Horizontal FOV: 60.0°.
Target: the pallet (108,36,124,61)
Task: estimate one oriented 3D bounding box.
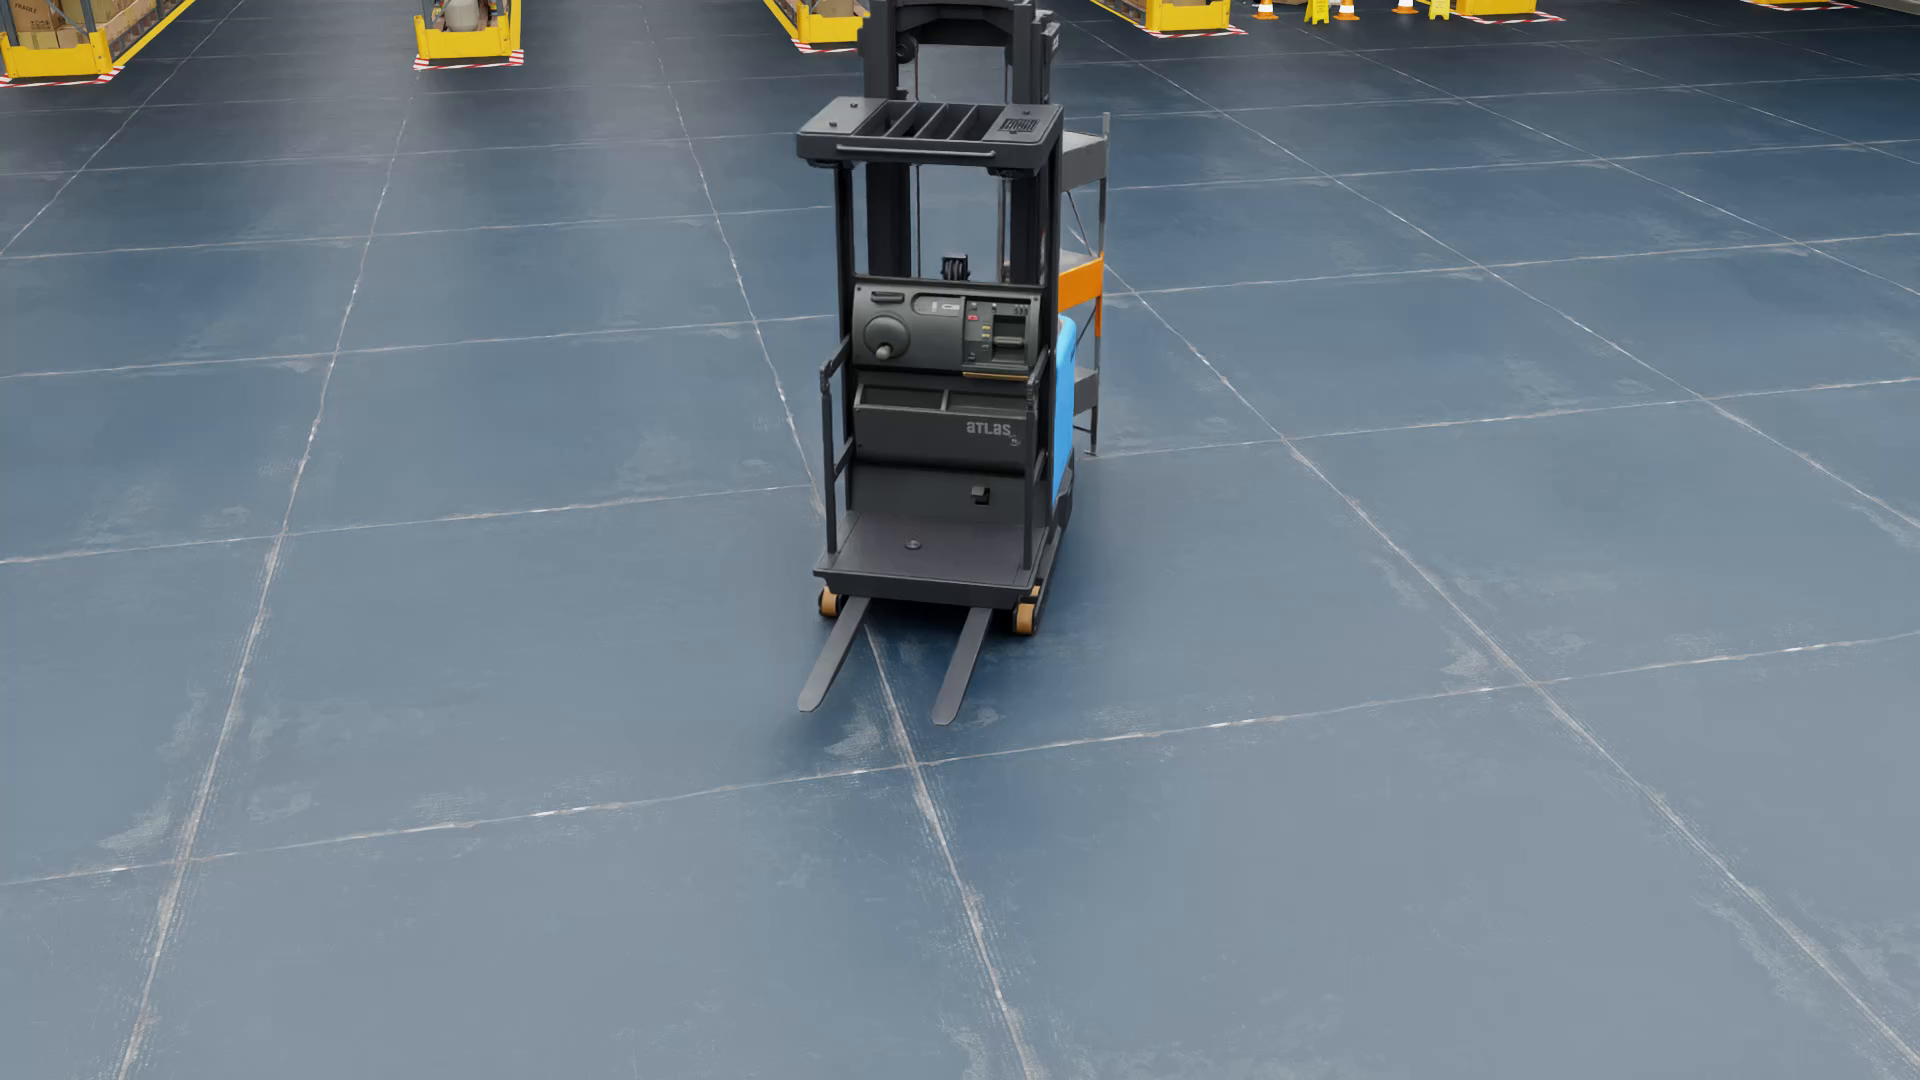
[{"bbox_3d":[-11.485,-6.289,21.475,1.003,0.211,1.213,-6,27,-12],"label":"pallet"}]

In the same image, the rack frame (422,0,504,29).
[{"bbox_3d":[-6.445,-7.704,21.184,1.000,3.000,0.127,-6,27,-12],"label":"rack frame"}]

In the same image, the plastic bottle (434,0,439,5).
[{"bbox_3d":[-7.330,-7.498,23.304,0.061,0.283,0.133,-5,27,-10],"label":"plastic bottle"}]

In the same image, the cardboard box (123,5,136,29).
[{"bbox_3d":[-11.512,-7.079,22.531,0.500,0.250,0.500,-6,27,-12],"label":"cardboard box"}]

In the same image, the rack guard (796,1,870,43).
[{"bbox_3d":[-1.636,-7.124,22.809,1.175,0.500,0.348,-6,27,-12],"label":"rack guard"}]

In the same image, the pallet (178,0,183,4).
[{"bbox_3d":[-12.656,-8.569,25.994,1.003,0.211,1.213,-6,27,-12],"label":"pallet"}]

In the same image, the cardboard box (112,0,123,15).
[{"bbox_3d":[-11.415,-7.192,21.924,0.500,0.500,0.500,-6,27,-12],"label":"cardboard box"}]

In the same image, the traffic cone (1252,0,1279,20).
[{"bbox_3d":[4.500,-7.911,24.409,0.336,0.463,0.334,-6,27,-12],"label":"traffic cone"}]

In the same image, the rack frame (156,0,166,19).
[{"bbox_3d":[-12.173,-8.958,23.669,1.000,3.000,0.127,-6,27,-12],"label":"rack frame"}]

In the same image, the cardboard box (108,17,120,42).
[{"bbox_3d":[-11.292,-6.639,21.660,0.500,0.250,0.500,-6,27,-12],"label":"cardboard box"}]

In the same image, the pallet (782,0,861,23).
[{"bbox_3d":[-2.057,-7.890,24.647,1.003,0.211,1.213,-6,27,-12],"label":"pallet"}]

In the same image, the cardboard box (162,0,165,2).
[{"bbox_3d":[-12.023,-8.120,24.595,0.500,0.250,0.500,-7,28,-13],"label":"cardboard box"}]

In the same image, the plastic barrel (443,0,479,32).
[{"bbox_3d":[-6.668,-7.062,22.207,0.421,0.512,0.421,0,27,0],"label":"plastic barrel"}]

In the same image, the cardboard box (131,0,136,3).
[{"bbox_3d":[-11.638,-7.632,22.795,0.500,0.500,0.500,-6,27,-12],"label":"cardboard box"}]

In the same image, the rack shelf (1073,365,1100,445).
[{"bbox_3d":[0.530,-0.795,10.079,0.431,0.518,0.480,20,33,35],"label":"rack shelf"}]

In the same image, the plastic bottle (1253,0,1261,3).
[{"bbox_3d":[4.636,-8.348,25.722,0.133,0.061,0.283,-16,31,-29],"label":"plastic bottle"}]

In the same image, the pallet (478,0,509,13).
[{"bbox_3d":[-7.236,-7.916,24.698,1.003,0.211,1.213,-6,27,-12],"label":"pallet"}]

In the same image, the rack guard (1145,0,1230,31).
[{"bbox_3d":[3.241,-7.539,23.632,1.175,0.500,0.348,-6,27,-12],"label":"rack guard"}]

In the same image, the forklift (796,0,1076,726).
[{"bbox_3d":[-0.107,-1.008,7.994,1.130,2.935,3.031,5,27,9],"label":"forklift"}]

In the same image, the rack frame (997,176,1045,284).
[{"bbox_3d":[0.373,-1.348,9.590,0.400,2.100,0.015,20,33,35],"label":"rack frame"}]

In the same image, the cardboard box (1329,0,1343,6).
[{"bbox_3d":[5.772,-8.310,25.549,0.380,0.149,0.250,8,28,15],"label":"cardboard box"}]

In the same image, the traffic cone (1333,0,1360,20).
[{"bbox_3d":[5.677,-7.876,24.341,0.336,0.463,0.334,-6,27,-12],"label":"traffic cone"}]

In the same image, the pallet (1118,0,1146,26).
[{"bbox_3d":[2.979,-7.764,24.398,1.003,0.211,1.213,-6,27,-12],"label":"pallet"}]

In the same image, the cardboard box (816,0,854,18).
[{"bbox_3d":[-1.744,-7.554,23.195,0.500,0.500,0.500,-1,27,-2],"label":"cardboard box"}]

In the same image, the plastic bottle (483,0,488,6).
[{"bbox_3d":[-6.875,-7.881,24.061,0.061,0.283,0.133,-6,27,-12],"label":"plastic bottle"}]

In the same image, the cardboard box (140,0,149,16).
[{"bbox_3d":[-11.753,-7.516,23.398,0.500,0.250,0.500,-6,27,-12],"label":"cardboard box"}]

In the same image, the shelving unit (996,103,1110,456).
[{"bbox_3d":[0.529,-1.433,9.758,0.431,2.100,0.503,20,33,35],"label":"shelving unit"}]

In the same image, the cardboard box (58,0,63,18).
[{"bbox_3d":[-11.922,-7.140,21.820,0.500,0.500,0.500,-6,27,-12],"label":"cardboard box"}]

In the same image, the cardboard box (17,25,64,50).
[{"bbox_3d":[-11.680,-6.368,21.122,0.500,0.250,0.500,-6,27,-12],"label":"cardboard box"}]

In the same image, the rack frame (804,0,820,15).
[{"bbox_3d":[-1.619,-8.206,22.180,1.000,3.000,0.127,-6,27,-12],"label":"rack frame"}]

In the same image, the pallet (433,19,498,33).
[{"bbox_3d":[-6.686,-6.844,22.576,1.003,0.211,1.213,-6,27,-12],"label":"pallet"}]

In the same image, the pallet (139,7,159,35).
[{"bbox_3d":[-12.035,-7.360,23.597,1.003,0.211,1.213,-6,27,-12],"label":"pallet"}]

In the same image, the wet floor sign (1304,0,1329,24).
[{"bbox_3d":[5.171,-7.803,23.994,0.267,0.644,0.232,-11,29,-20],"label":"wet floor sign"}]

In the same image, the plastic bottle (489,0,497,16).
[{"bbox_3d":[-6.550,-7.510,23.339,0.097,0.271,0.097,0,27,0],"label":"plastic bottle"}]

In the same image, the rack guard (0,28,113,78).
[{"bbox_3d":[-11.266,-6.076,20.733,1.175,0.500,0.348,-6,27,-12],"label":"rack guard"}]
